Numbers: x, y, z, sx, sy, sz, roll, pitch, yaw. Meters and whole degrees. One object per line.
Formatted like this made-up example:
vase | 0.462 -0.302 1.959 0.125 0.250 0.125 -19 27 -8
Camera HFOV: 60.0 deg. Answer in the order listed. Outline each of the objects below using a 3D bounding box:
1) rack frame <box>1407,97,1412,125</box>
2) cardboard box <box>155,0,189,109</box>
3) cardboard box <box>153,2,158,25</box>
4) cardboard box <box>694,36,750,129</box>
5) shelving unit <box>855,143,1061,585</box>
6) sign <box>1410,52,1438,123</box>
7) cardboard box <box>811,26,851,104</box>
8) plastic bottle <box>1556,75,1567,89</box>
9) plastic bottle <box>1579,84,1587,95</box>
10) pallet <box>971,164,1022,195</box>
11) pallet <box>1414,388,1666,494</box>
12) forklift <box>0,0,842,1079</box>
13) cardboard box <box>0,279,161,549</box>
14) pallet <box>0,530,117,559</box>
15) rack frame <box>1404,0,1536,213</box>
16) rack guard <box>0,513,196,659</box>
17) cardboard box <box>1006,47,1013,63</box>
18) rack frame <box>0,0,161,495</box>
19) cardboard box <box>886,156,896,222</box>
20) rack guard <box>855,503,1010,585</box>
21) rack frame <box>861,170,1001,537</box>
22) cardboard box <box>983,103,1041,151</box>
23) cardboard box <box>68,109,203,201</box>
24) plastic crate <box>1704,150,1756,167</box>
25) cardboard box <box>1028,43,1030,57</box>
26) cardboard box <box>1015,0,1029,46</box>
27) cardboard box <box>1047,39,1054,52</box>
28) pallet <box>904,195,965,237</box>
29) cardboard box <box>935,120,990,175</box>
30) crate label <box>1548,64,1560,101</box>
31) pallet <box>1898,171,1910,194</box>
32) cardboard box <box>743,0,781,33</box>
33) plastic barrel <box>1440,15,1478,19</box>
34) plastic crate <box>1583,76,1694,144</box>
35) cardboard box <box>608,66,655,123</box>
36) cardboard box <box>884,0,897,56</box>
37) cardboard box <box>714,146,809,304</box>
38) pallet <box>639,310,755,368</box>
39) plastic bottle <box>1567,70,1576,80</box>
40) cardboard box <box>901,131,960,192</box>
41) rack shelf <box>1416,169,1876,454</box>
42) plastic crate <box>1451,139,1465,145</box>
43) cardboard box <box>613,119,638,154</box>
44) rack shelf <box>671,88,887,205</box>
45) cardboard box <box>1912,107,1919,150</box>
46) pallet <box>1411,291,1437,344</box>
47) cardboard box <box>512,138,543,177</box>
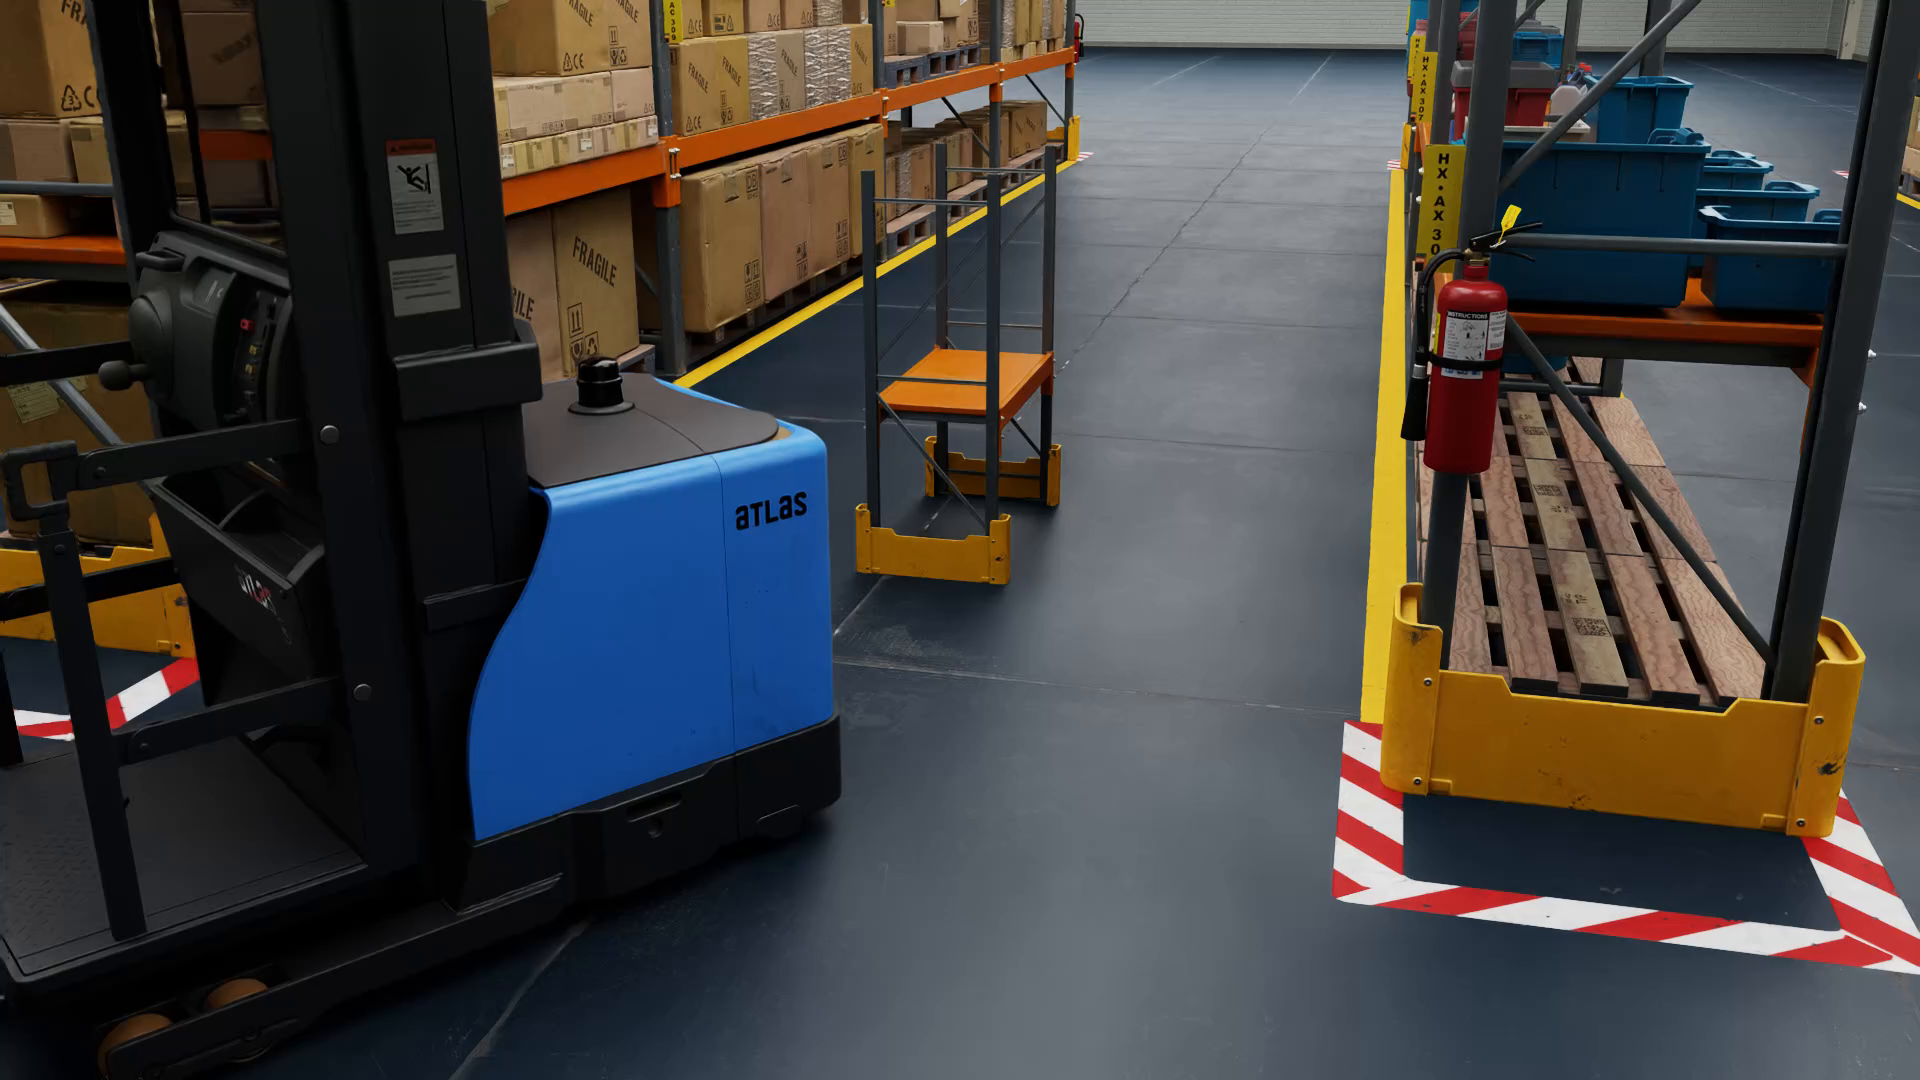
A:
rack frame | 5.685 -5.752 18.886 1.000 3.000 0.127 5 19 13
cardboard box | -2.526 -1.838 6.041 0.500 0.500 0.500 4 19 12
cardboard box | -5.915 -3.744 11.826 0.380 0.149 0.250 5 20 15
cardboard box | -1.573 -2.711 9.830 0.500 0.500 0.500 5 19 13
shelving unit | 0.019 -0.734 6.515 0.587 1.500 1.083 5 19 13
sign | 2.220 -2.166 7.959 0.100 0.325 0.005 5 19 13
cardboard box | -1.080 -3.353 11.708 0.500 0.500 0.500 4 19 13
plastic bottle | 3.581 -2.624 9.909 0.061 0.283 0.133 5 19 13
plastic bottle | 3.518 -2.410 9.294 0.152 0.276 0.135 5 19 13
pallet | 0.035 -3.783 17.436 1.003 0.211 1.213 5 19 13
pallet | 2.611 -0.437 7.642 1.003 0.211 1.213 5 19 13
forklift | -1.765 -0.444 3.452 3.031 2.935 1.130 -16 24 -38
cardboard box | -2.948 -0.528 6.231 0.875 0.875 0.875 5 19 13
pallet | -2.908 -0.065 6.552 1.003 0.211 1.213 5 19 13
rack frame | 4.708 -4.498 15.216 1.000 3.000 0.127 5 19 13
rack guard | -3.033 0.062 5.731 1.175 0.500 0.348 5 19 13
cardboard box | 0.323 -4.891 16.756 0.380 0.149 0.250 5 19 13
rack frame | -3.027 -1.128 5.349 1.000 3.000 0.127 5 19 13
cardboard box | -0.928 -2.872 13.643 0.700 0.500 0.500 4 19 10
rack guard | -0.103 0.014 6.260 0.587 0.250 0.087 5 19 13
rack frame | -0.103 -0.577 6.057 0.500 1.500 0.032 5 19 13
cardboard box | 0.600 -4.774 19.242 0.500 0.500 0.500 10 21 28
cardboard box | -2.648 -1.327 5.704 0.500 0.250 0.500 4 19 12
plastic crate | 2.550 -1.244 5.856 0.416 0.233 0.300 5 19 13
cardboard box | 0.530 -5.208 17.682 0.380 0.149 0.250 5 19 13
cardboard box | 0.231 -5.367 17.146 0.875 0.500 0.500 5 19 13
cardboard box | 0.864 -5.681 19.066 0.380 0.149 0.250 5 19 13
pallet | -0.580 -2.942 14.974 1.003 0.211 1.213 5 19 13
cardboard box | 0.041 -4.027 17.055 0.500 0.500 0.500 4 19 12
crate label | 4.197 -3.268 11.872 0.303 0.233 0.416 5 19 13
pallet | 10.341 -3.797 17.477 1.003 0.211 1.213 5 19 13
cardboard box | -1.586 -3.515 10.631 0.797 0.503 0.637 5 20 15
plastic barrel | 3.976 -3.914 13.296 0.433 0.535 0.433 0 19 0
plastic crate | 2.970 -1.838 7.360 0.392 0.384 0.575 5 19 13
cardboard box | -1.903 -2.292 8.530 0.500 0.250 0.500 4 19 12
cardboard box | -0.940 -4.237 13.647 0.700 0.500 0.500 8 20 21
cardboard box | -1.695 -2.057 10.708 1.225 0.875 0.875 4 19 11
pallet | -1.934 -1.310 10.196 1.003 0.211 1.213 5 19 13
plastic bottle | 3.895 -2.855 10.604 0.097 0.271 0.097 0 19 0
cardboard box | -0.401 -3.576 15.702 0.700 0.500 0.500 5 19 13
rack shelf | 2.264 -1.023 6.156 1.077 0.370 4.000 5 19 13
plastic crate | 2.029 -1.350 6.165 0.416 0.233 0.300 5 19 13
cardboard box | -1.869 -2.061 8.468 0.380 0.149 0.250 5 19 14
rack shelf | -1.561 -2.668 10.971 1.077 0.370 4.000 5 19 13
cardboard box | 9.910 -4.147 16.631 0.500 0.500 0.500 5 19 13
pallet | 3.278 -1.293 10.147 1.003 0.211 1.213 5 19 13
cardboard box | -2.120 -1.739 7.526 0.380 0.149 0.250 4 19 13
